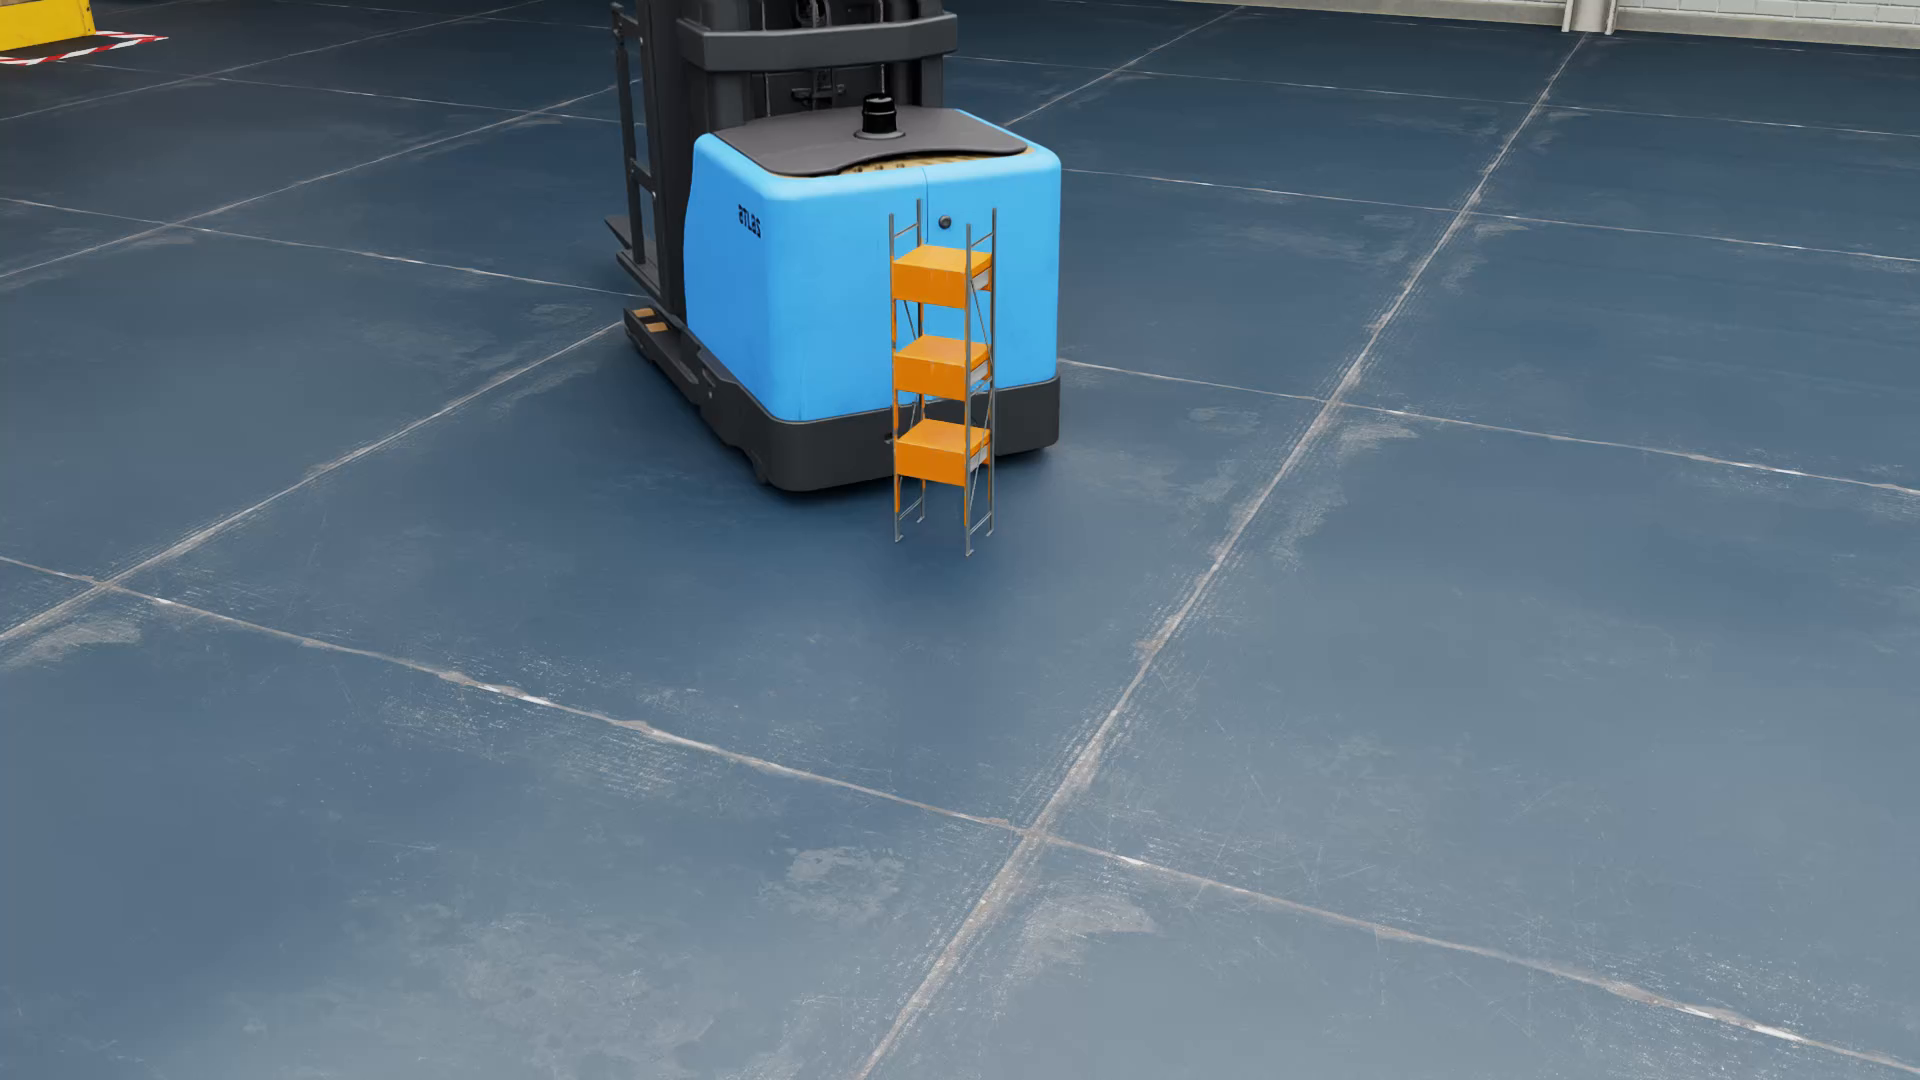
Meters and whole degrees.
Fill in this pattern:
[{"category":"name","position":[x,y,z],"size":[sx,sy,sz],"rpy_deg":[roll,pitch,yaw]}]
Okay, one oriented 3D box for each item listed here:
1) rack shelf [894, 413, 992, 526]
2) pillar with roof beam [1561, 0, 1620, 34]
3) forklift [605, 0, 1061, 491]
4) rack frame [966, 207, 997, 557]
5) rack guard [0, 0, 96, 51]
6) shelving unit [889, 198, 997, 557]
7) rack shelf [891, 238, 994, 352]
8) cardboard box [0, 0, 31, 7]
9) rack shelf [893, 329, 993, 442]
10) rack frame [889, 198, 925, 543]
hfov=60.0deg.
[{"category":"rack shelf","position":[-0.049,-0.222,5.165],"size":[0.240,0.259,0.215],"rpy_deg":[11,28,22]},{"category":"pillar with roof beam","position":[3.478,-6.576,8.419],"size":[0.400,9.000,9.100],"rpy_deg":[11,28,22]},{"category":"forklift","position":[-0.732,-2.096,6.190],"size":[1.130,2.935,3.031],"rpy_deg":[-12,28,-22]},{"category":"rack frame","position":[0.062,-0.458,4.993],"size":[0.008,1.050,0.200],"rpy_deg":[11,28,22]},{"category":"rack guard","position":[-7.523,-4.216,13.247],"size":[0.348,0.500,1.175],"rpy_deg":[11,28,22]},{"category":"shelving unit","position":[-0.049,-0.481,5.038],"size":[0.252,1.050,0.215],"rpy_deg":[11,28,22]},{"category":"rack shelf","position":[-0.049,-0.726,4.917],"size":[0.240,0.259,0.215],"rpy_deg":[11,28,22]},{"category":"cardboard box","position":[-8.074,-4.537,13.706],"size":[0.500,0.250,0.500],"rpy_deg":[11,28,21]},{"category":"rack shelf","position":[-0.049,-0.471,5.043],"size":[0.240,0.259,0.215],"rpy_deg":[11,28,22]},{"category":"rack frame","position":[-0.160,-0.503,5.083],"size":[0.008,1.050,0.200],"rpy_deg":[11,28,22]}]
